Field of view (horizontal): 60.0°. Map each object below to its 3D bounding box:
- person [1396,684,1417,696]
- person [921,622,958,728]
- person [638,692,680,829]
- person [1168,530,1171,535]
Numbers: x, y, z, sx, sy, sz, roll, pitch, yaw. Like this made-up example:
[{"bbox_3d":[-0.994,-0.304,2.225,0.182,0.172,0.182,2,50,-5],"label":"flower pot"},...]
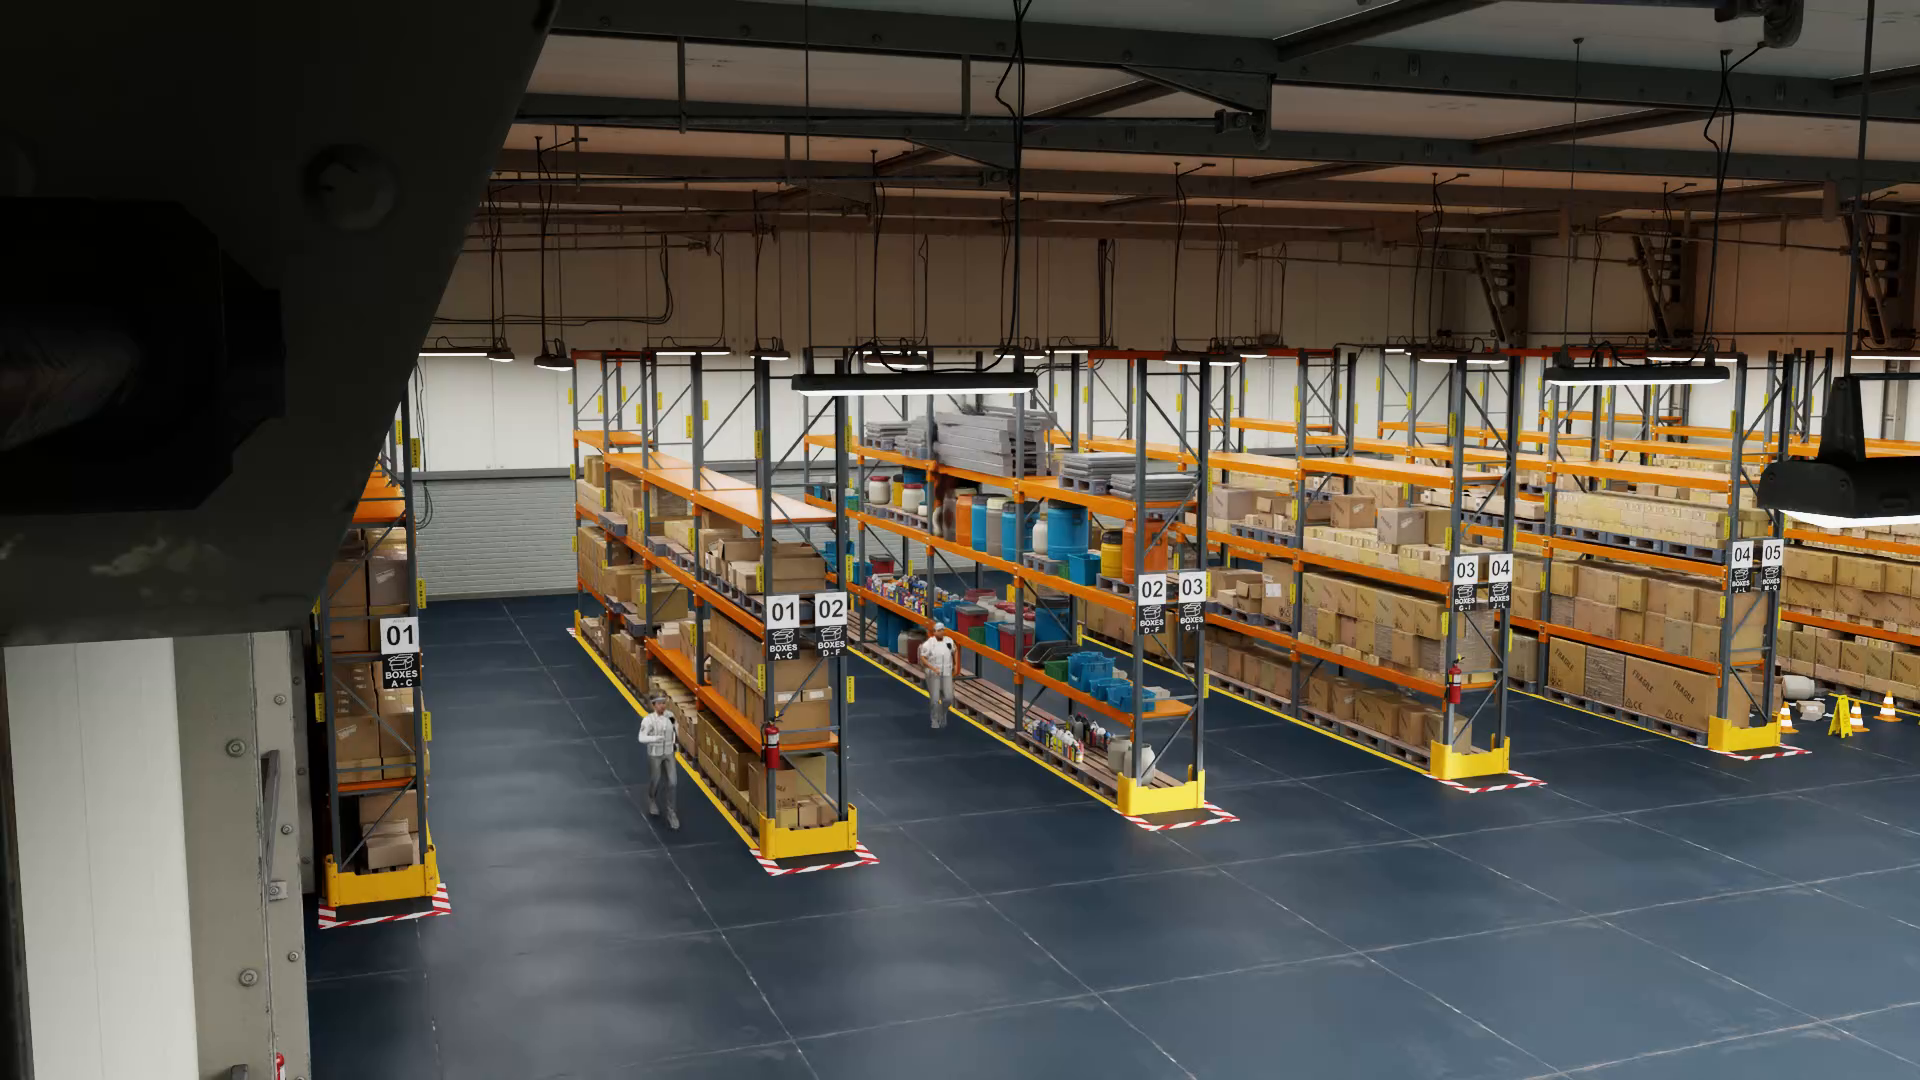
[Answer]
[{"bbox_3d":[7.883,1.867,28.888,0.646,1.746,0.648,-3,8,-25],"label":"person"},{"bbox_3d":[-0.281,2.084,25.471,0.635,1.664,0.516,-2,7,-18],"label":"person"},{"bbox_3d":[-3.873,2.807,21.539,0.602,1.735,0.811,-3,8,-26],"label":"person"},{"bbox_3d":[4.953,0.502,40.393,0.670,1.710,0.655,6,10,42],"label":"person"}]
